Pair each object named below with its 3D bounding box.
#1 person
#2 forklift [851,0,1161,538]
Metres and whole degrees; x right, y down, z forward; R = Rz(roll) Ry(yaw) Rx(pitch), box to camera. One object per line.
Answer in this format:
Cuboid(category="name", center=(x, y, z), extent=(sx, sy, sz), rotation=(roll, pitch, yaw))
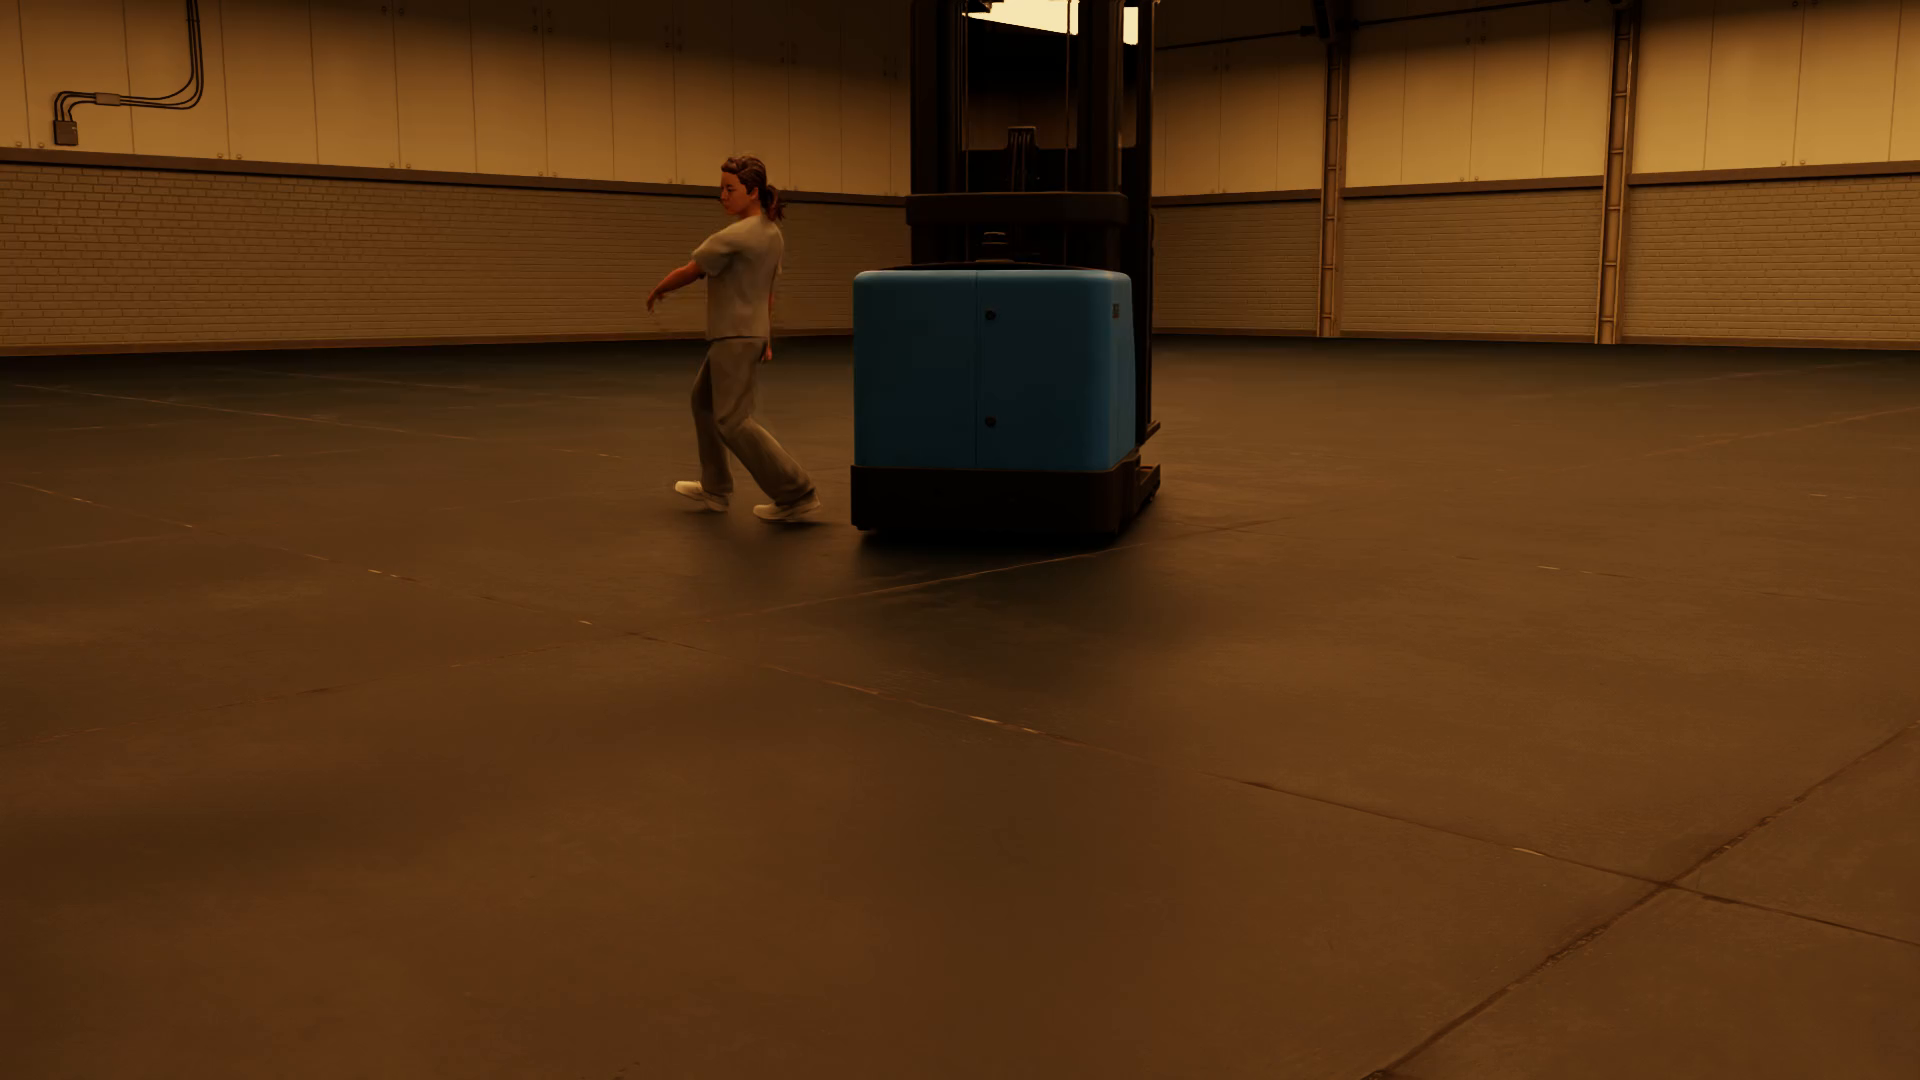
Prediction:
Cuboid(category="person", center=(-0.982, -0.892, 7.380), extent=(0.823, 1.582, 0.644), rotation=(1, 9, 7))
Cuboid(category="forklift", center=(0.368, -1.635, 7.734), extent=(1.130, 2.935, 3.031), rotation=(2, 9, 12))
